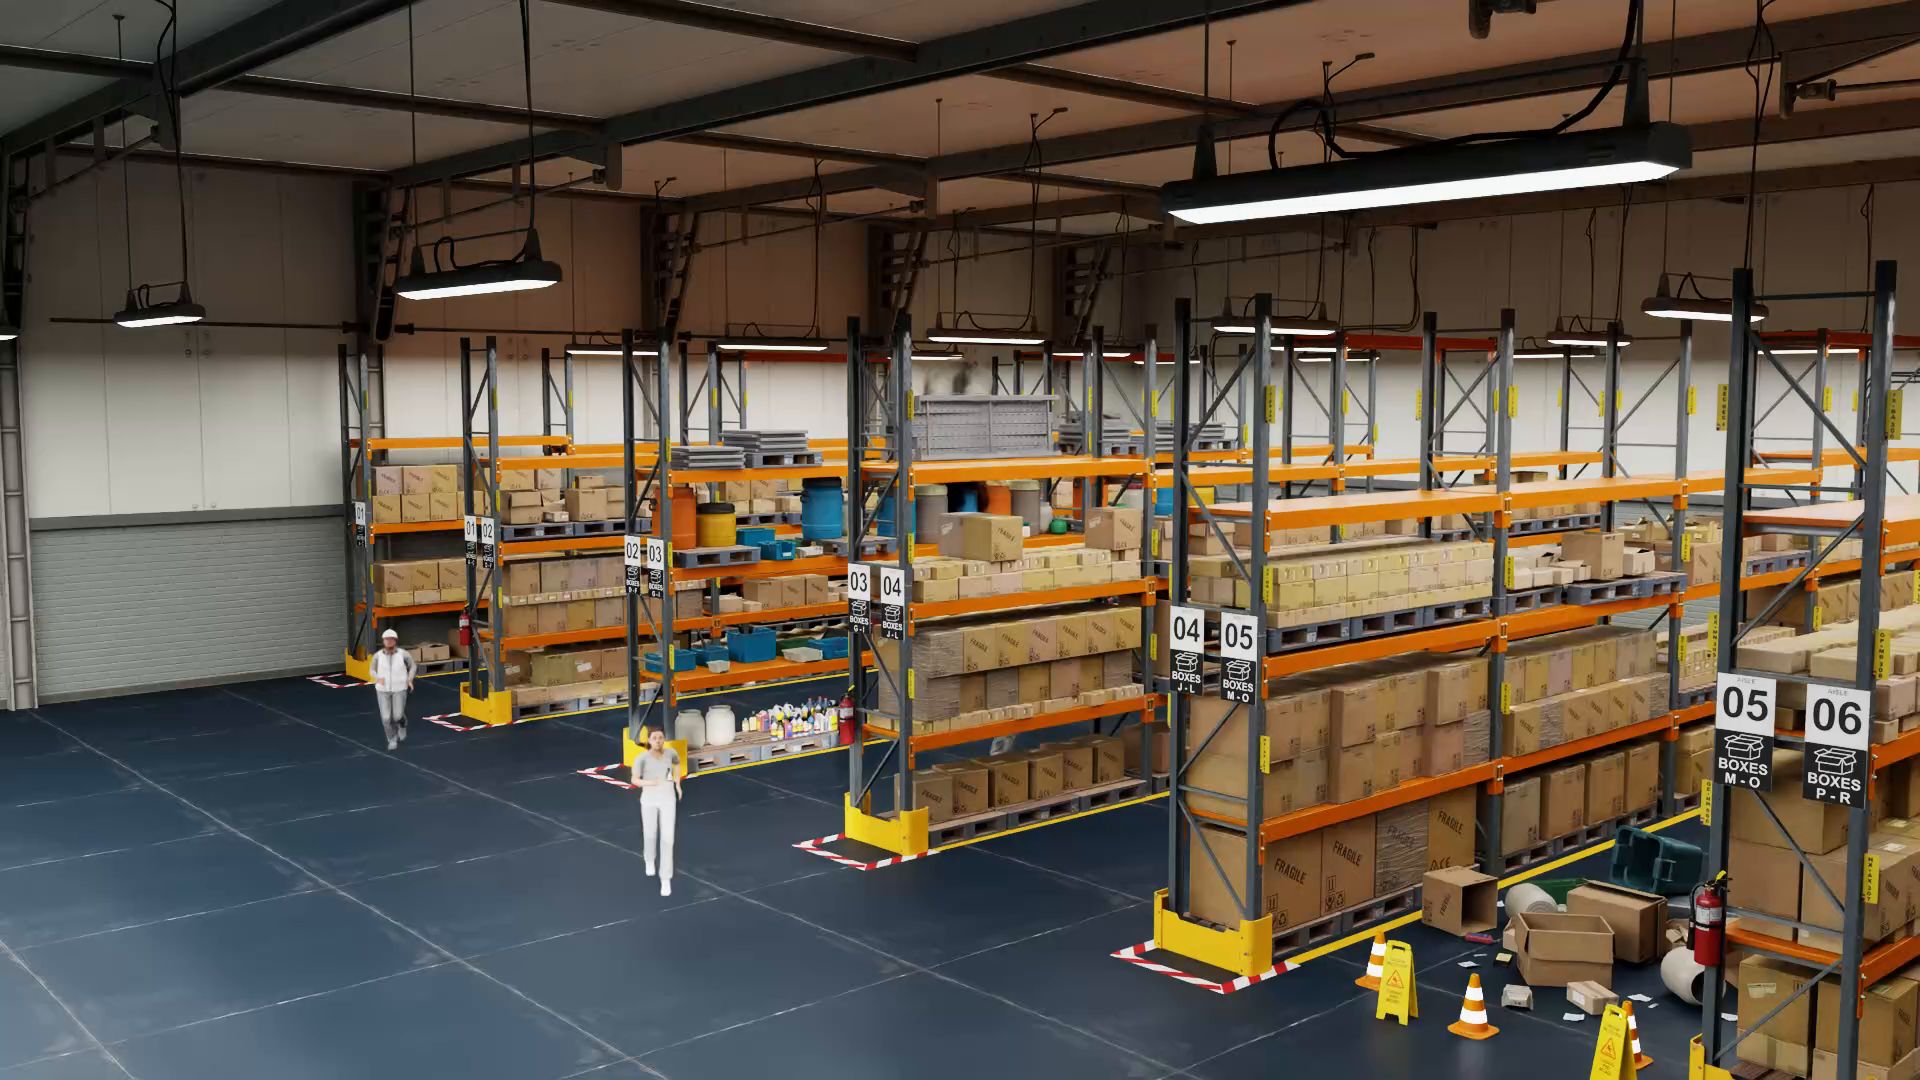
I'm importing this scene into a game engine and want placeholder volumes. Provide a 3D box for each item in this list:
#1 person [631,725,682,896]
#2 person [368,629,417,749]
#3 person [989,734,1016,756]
[{"bbox_3d":[-3.156,2.760,17.328,0.543,1.697,0.909,-2,5,-16],"label":"person"},{"bbox_3d":[-8.185,2.158,23.973,0.653,1.731,0.569,-1,5,-13],"label":"person"},{"bbox_3d":[0.560,2.186,23.093,0.704,1.767,0.943,3,6,32],"label":"person"}]
